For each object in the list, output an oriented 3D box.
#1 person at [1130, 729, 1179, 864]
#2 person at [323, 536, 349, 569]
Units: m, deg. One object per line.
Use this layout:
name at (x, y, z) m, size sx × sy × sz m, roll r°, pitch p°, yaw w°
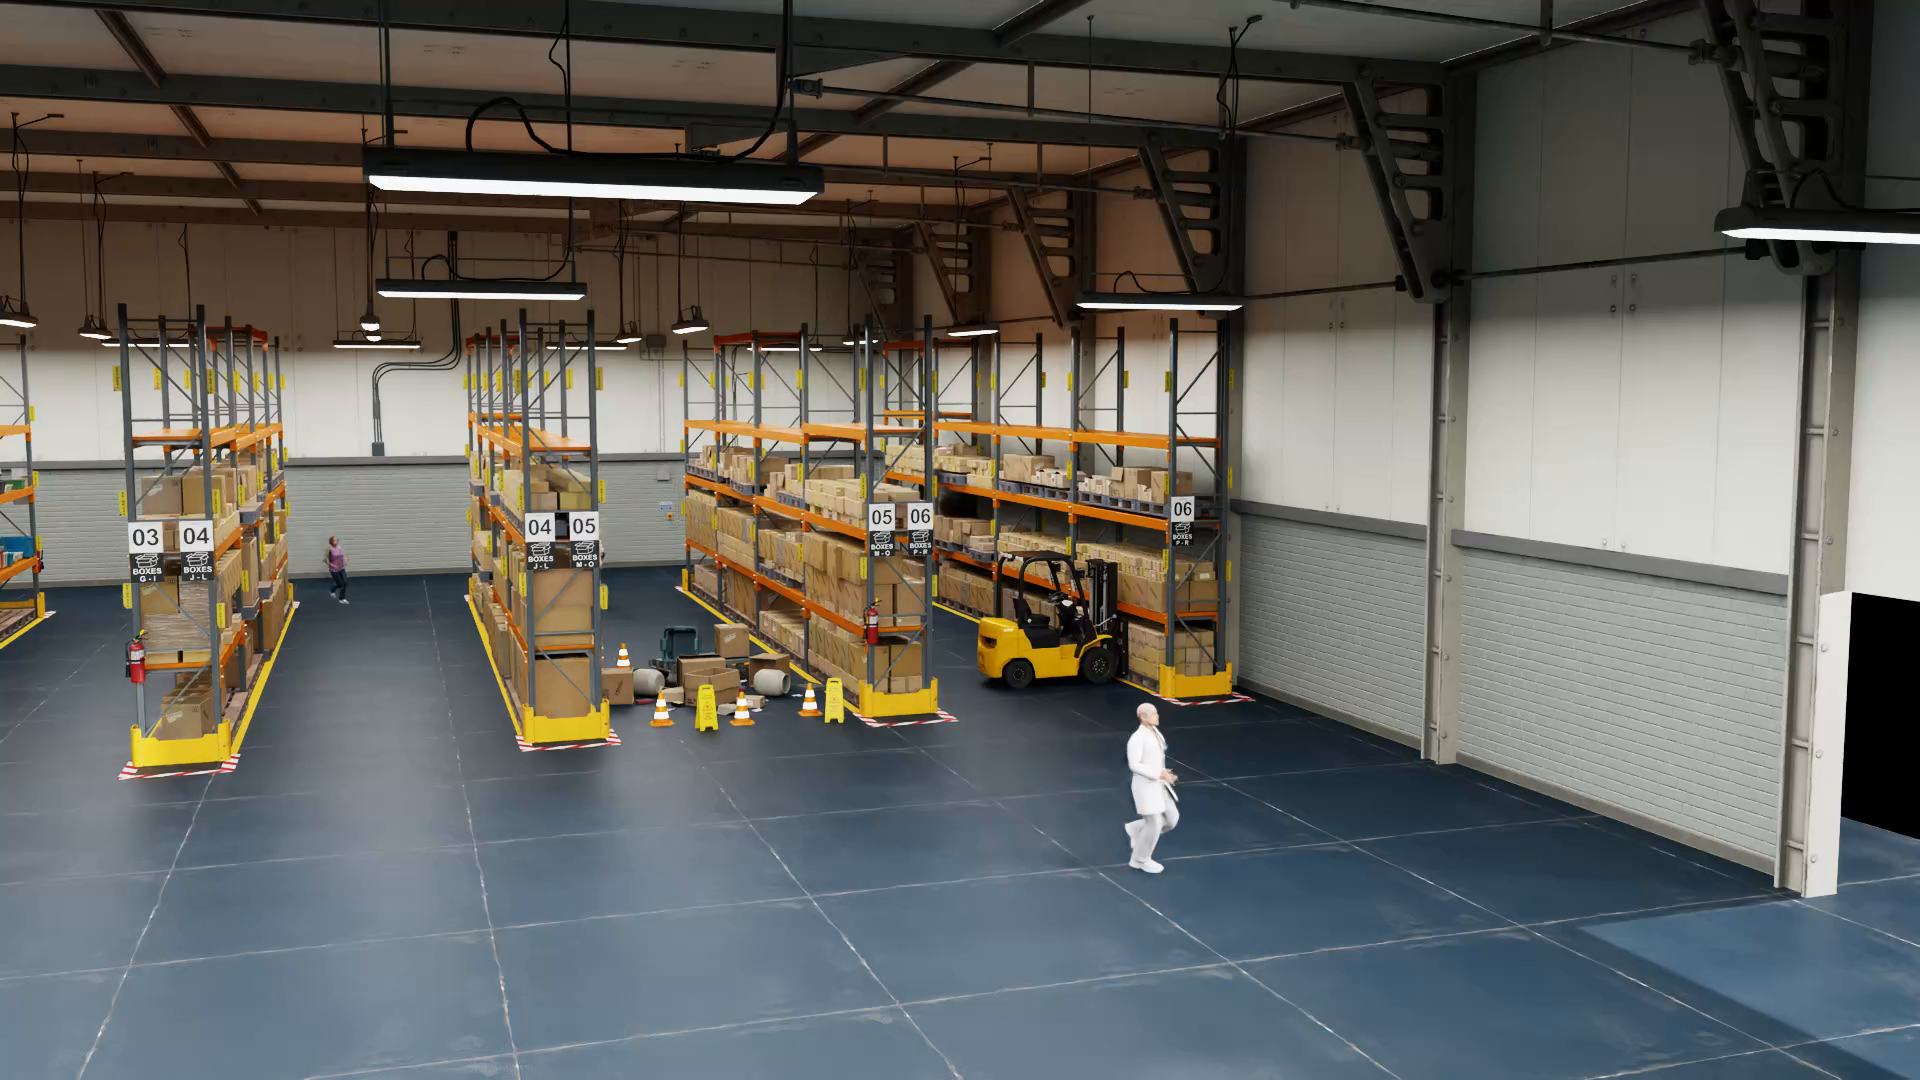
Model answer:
person at (1.960, 2.613, 17.033) m, size 0.524 × 1.432 × 0.383 m, roll 3°, pitch 6°, yaw 29°
person at (-14.070, 0.314, 37.564) m, size 0.397 × 0.805 × 0.569 m, roll 3°, pitch 6°, yaw 29°
